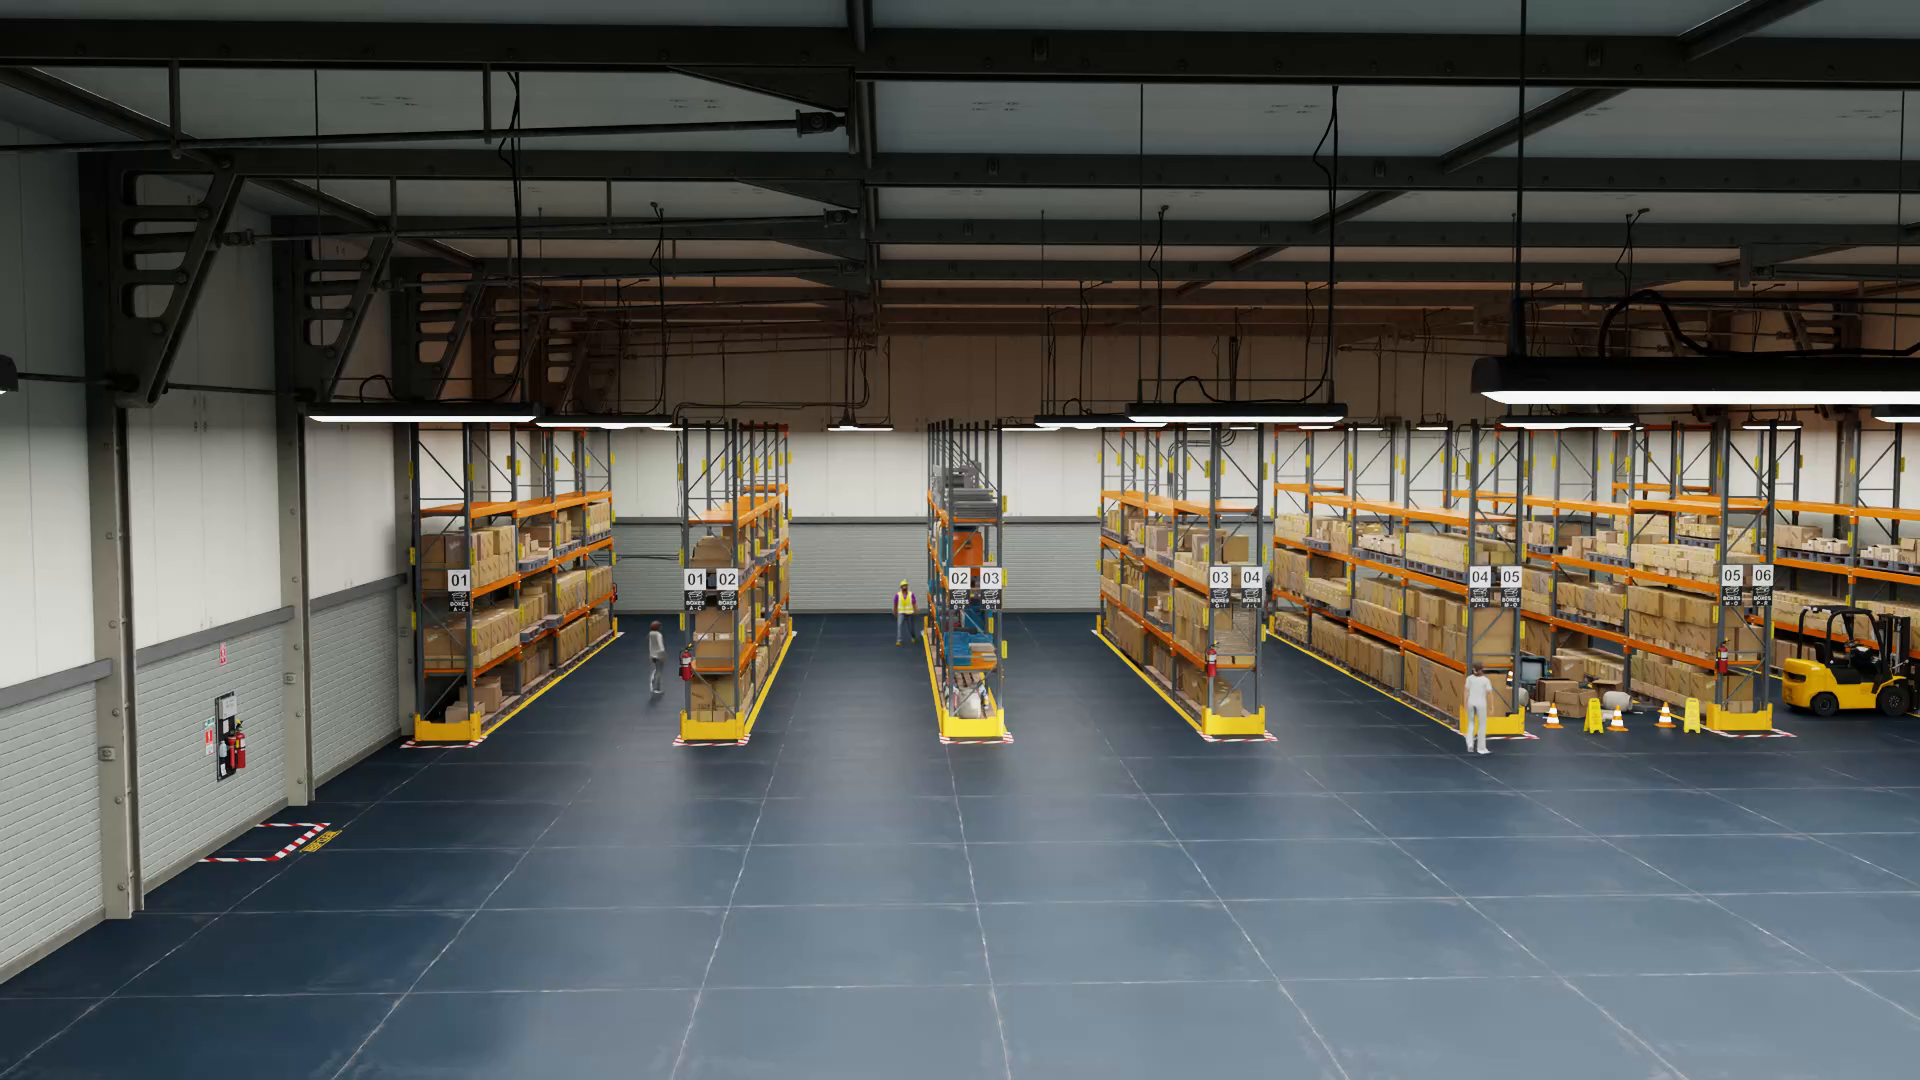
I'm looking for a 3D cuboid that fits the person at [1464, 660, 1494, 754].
[{"bbox_3d":[9.277,2.989,29.723,0.474,1.693,0.424,3,5,40],"label":"person"}]

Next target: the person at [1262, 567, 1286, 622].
[{"bbox_3d":[9.474,1.644,50.355,0.877,1.691,0.547,-1,4,-11],"label":"person"}]

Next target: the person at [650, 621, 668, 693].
[{"bbox_3d":[-6.635,2.567,36.598,0.440,1.594,0.390,2,4,31],"label":"person"}]

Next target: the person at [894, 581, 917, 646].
[{"bbox_3d":[-1.441,1.969,44.415,0.710,1.714,1.025,1,4,18],"label":"person"}]
